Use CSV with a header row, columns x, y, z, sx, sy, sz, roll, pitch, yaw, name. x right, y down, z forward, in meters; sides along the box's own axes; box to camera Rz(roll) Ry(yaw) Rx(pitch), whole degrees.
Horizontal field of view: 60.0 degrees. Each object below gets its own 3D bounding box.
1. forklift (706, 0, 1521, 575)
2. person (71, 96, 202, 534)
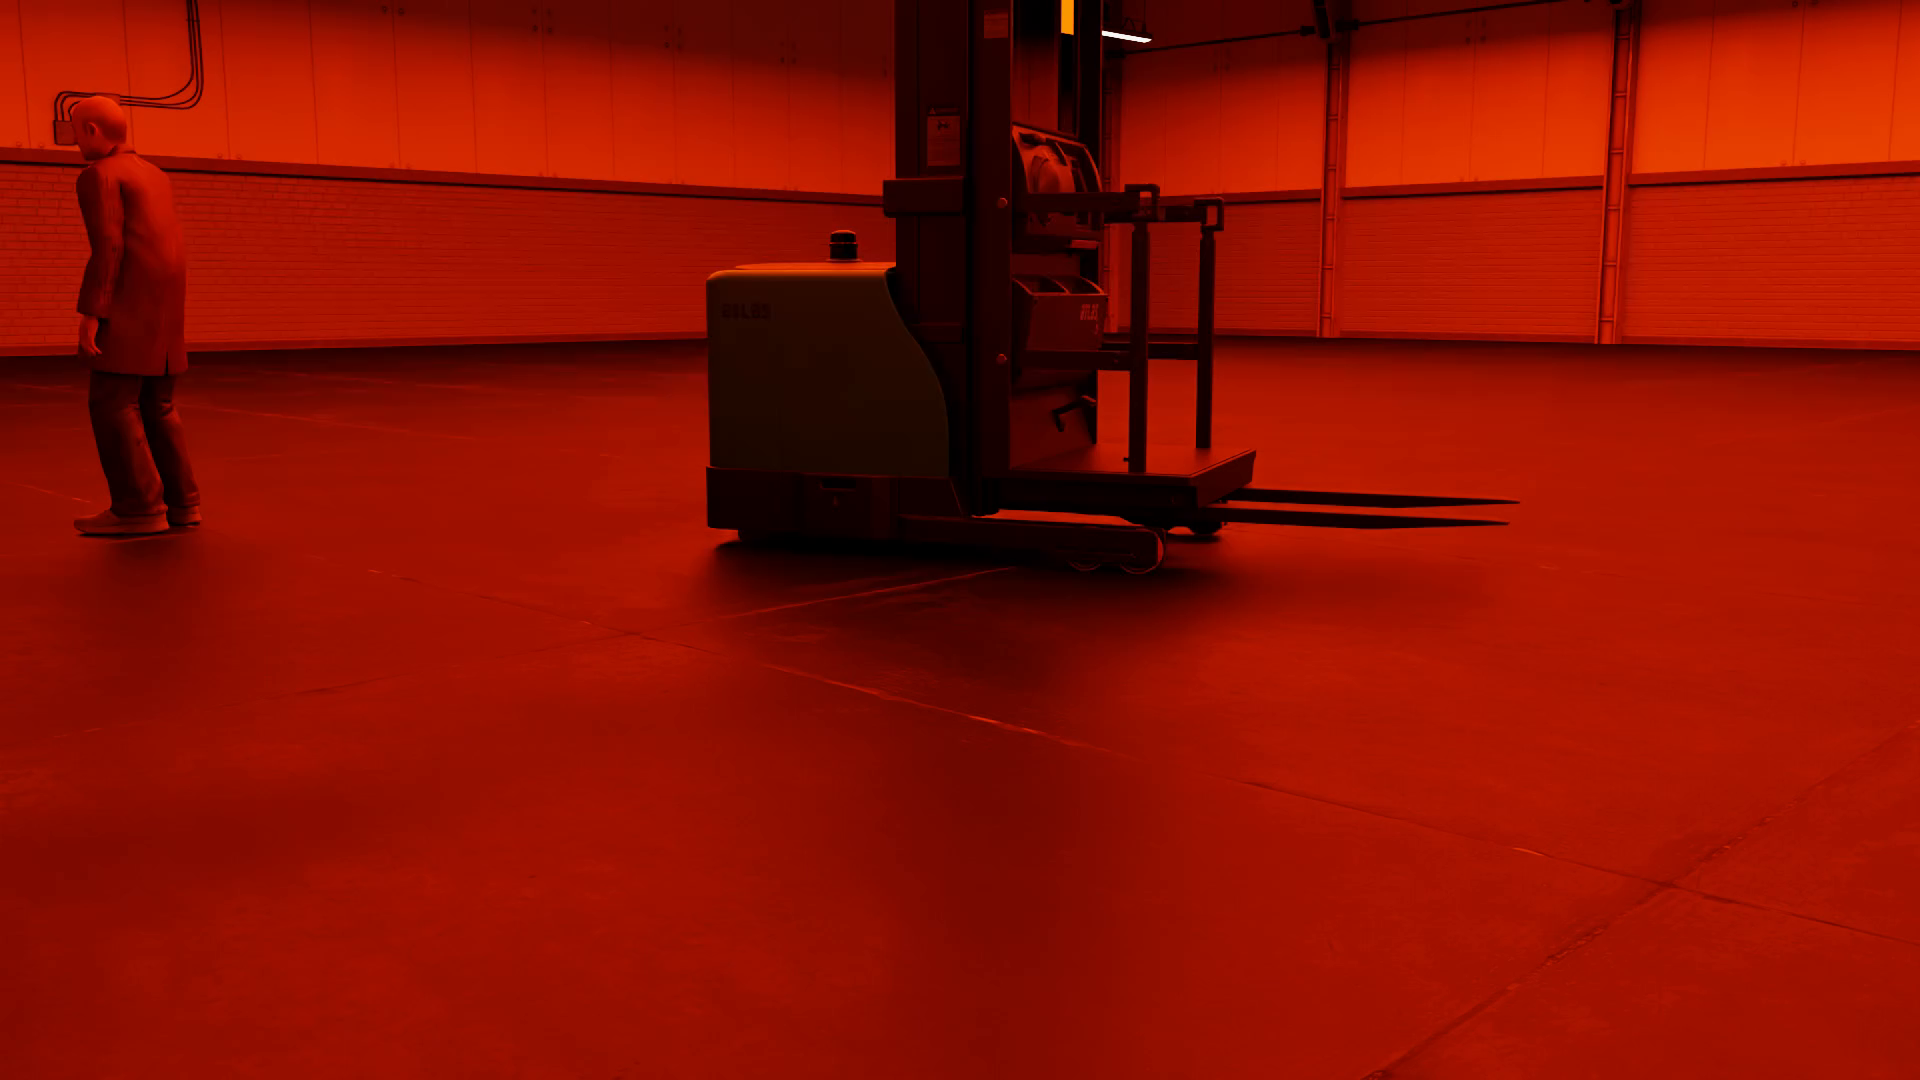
x,y,z,sx,sy,sz,roll,pitch,yaw,name
0.565,-1.384,6.280,3.031,2.867,1.129,3,9,22,forklift
-3.463,-0.922,6.886,0.392,1.772,0.605,0,9,3,person
